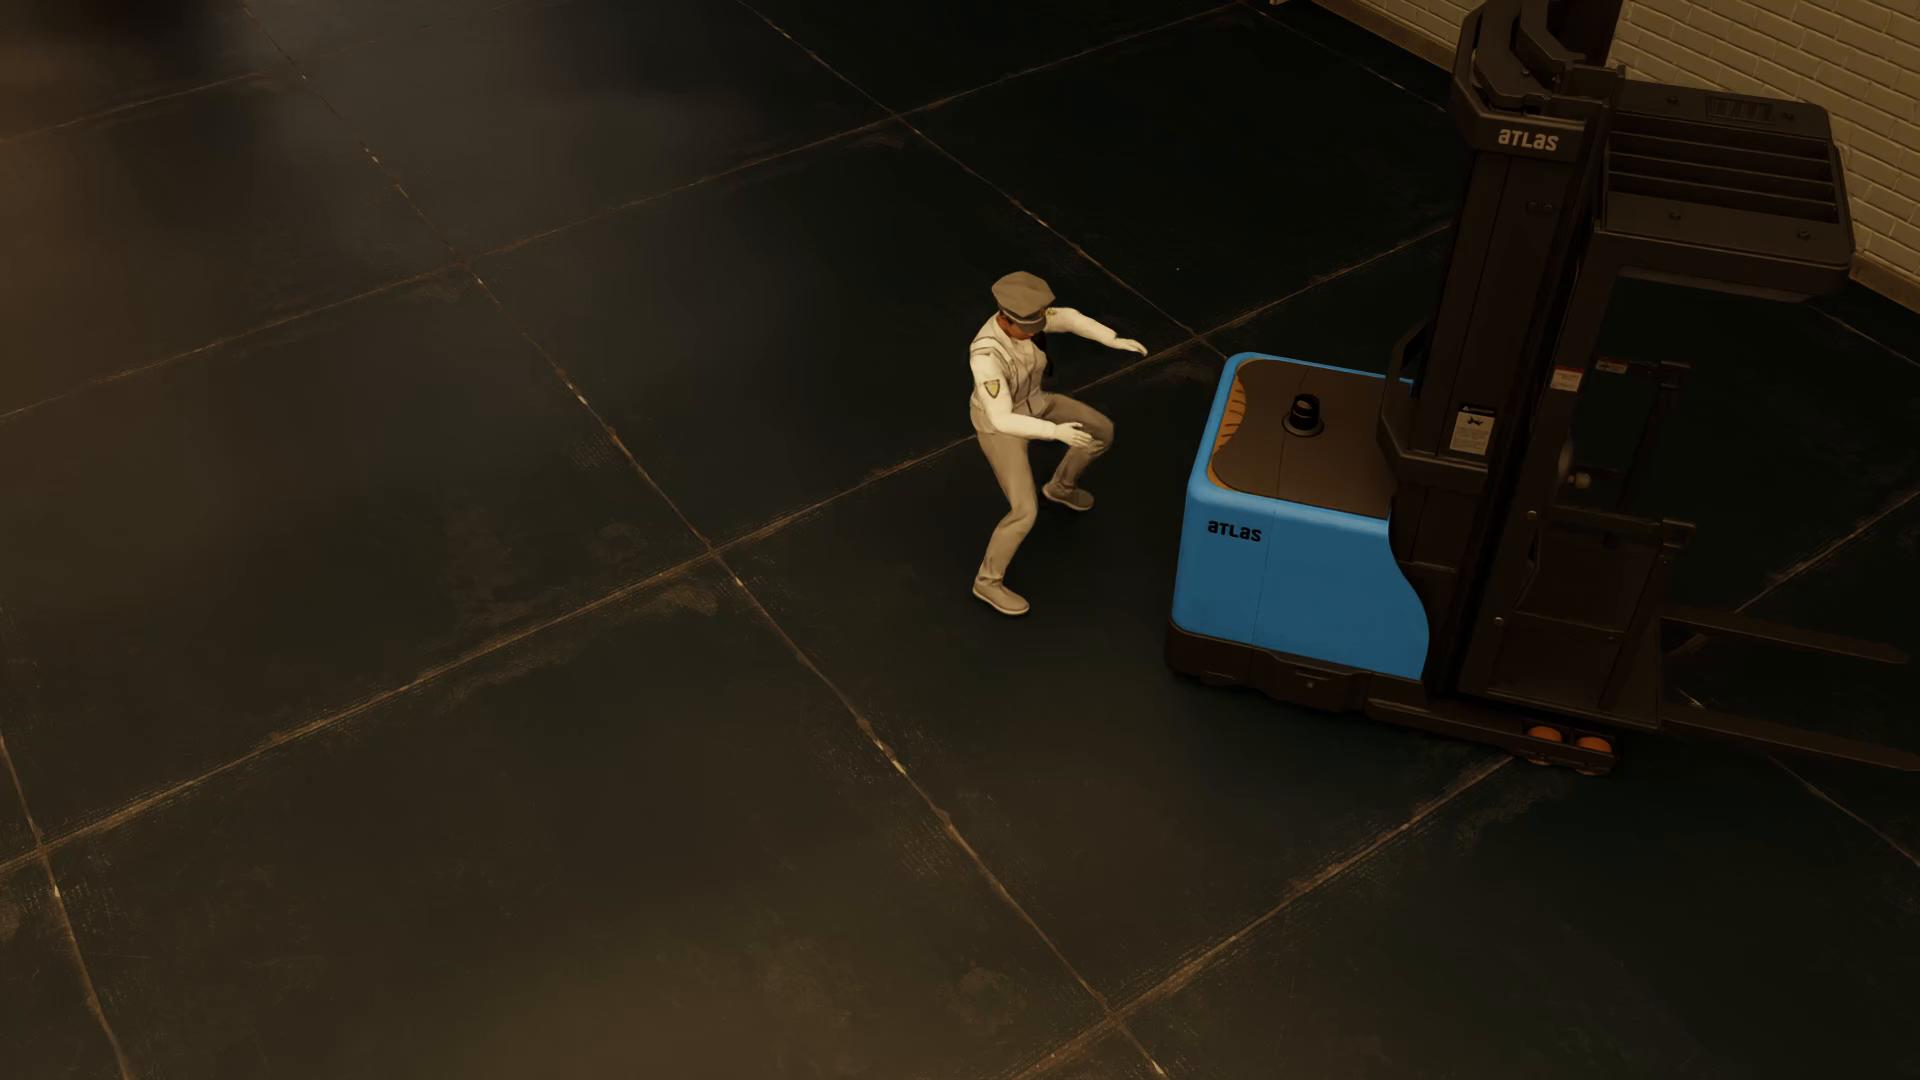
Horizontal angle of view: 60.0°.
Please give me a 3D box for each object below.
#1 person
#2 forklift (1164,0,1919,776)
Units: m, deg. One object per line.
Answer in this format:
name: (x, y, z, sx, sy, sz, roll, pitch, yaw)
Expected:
person: (0.375, -0.507, 7.355, 0.707, 1.454, 0.945, 28, 50, 27)
forklift: (2.461, -0.516, 6.275, 3.031, 2.935, 1.130, 12, 44, 12)
